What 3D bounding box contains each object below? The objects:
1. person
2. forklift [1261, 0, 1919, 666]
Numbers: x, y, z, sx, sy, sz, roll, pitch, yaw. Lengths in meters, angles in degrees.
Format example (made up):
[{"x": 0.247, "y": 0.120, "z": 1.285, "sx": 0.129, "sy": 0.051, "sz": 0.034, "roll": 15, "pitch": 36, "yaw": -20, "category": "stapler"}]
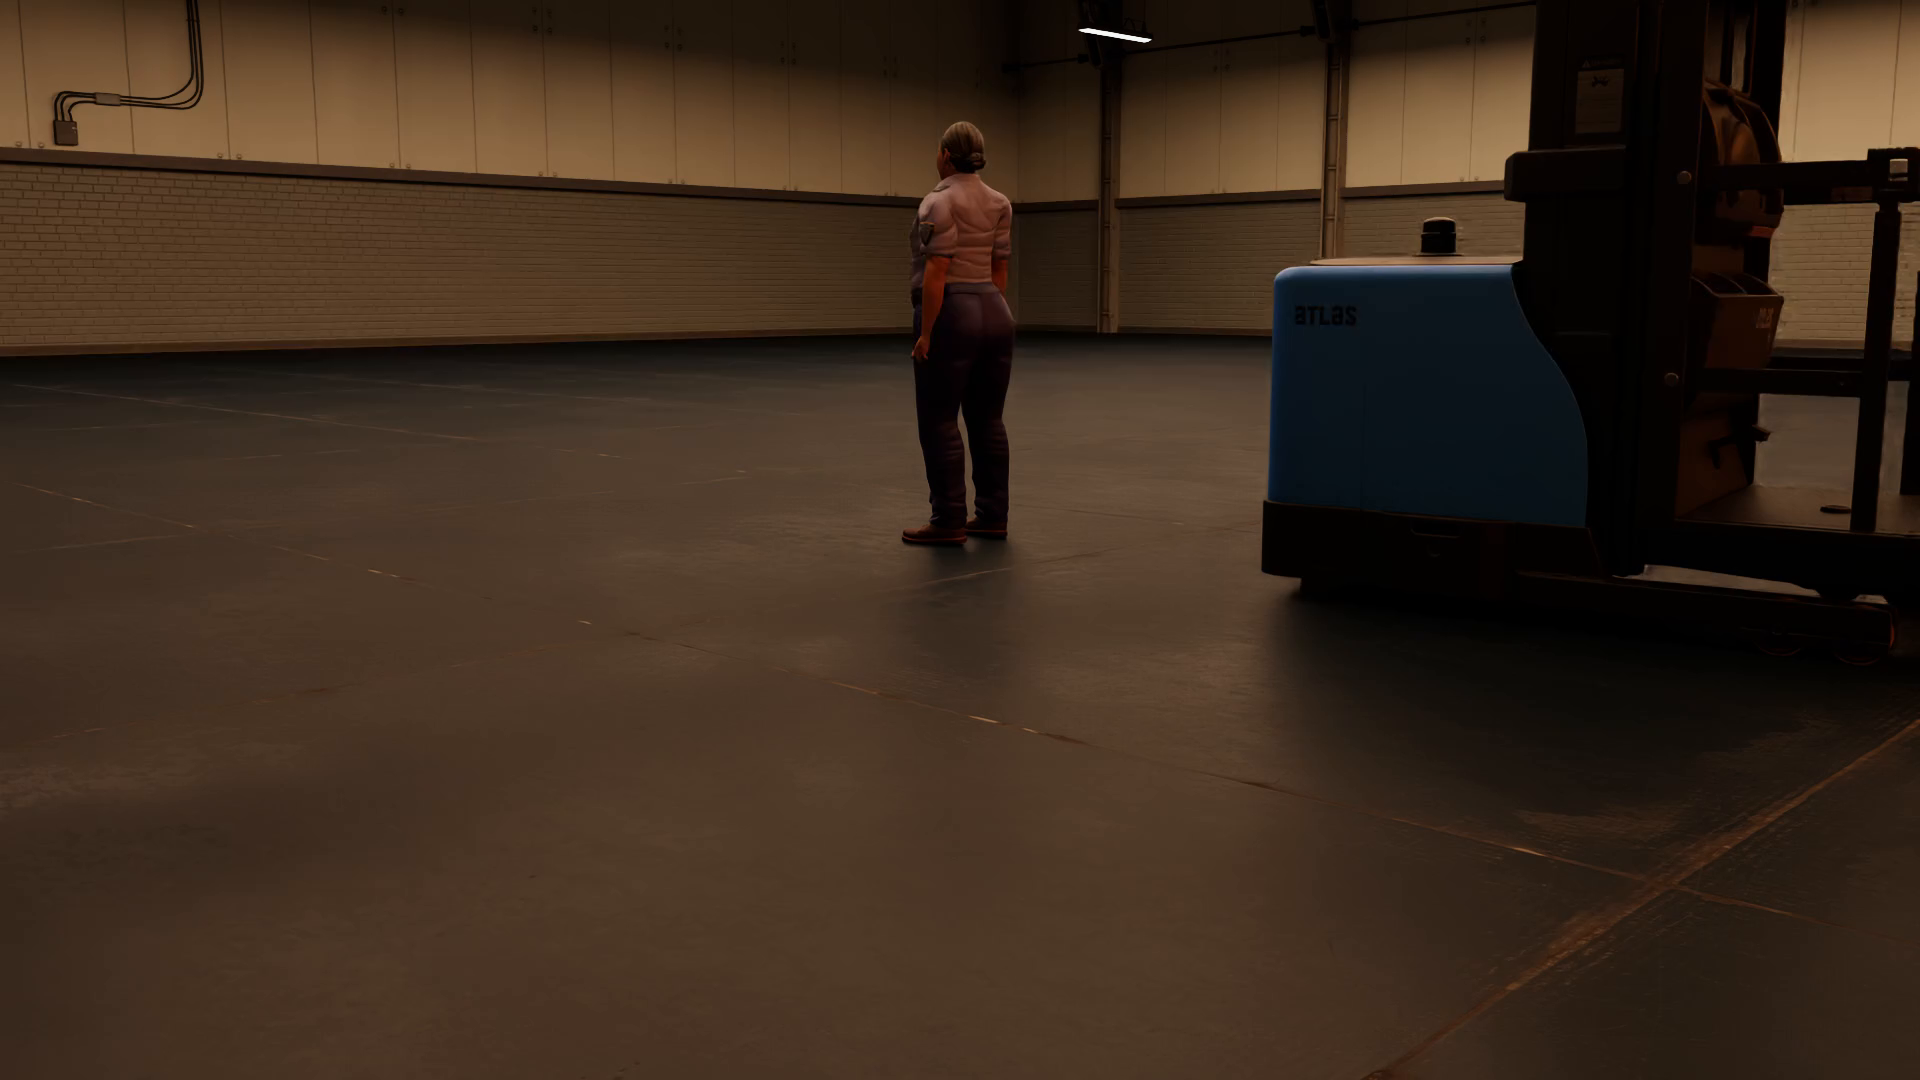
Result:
[{"x": 0.001, "y": -0.812, "z": 6.602, "sx": 0.365, "sy": 1.651, "sz": 0.483, "roll": 8, "pitch": 12, "yaw": 43, "category": "person"}, {"x": 2.496, "y": -1.200, "z": 4.843, "sx": 3.031, "sy": 2.935, "sz": 1.130, "roll": 6, "pitch": 11, "yaw": 36, "category": "forklift"}]
